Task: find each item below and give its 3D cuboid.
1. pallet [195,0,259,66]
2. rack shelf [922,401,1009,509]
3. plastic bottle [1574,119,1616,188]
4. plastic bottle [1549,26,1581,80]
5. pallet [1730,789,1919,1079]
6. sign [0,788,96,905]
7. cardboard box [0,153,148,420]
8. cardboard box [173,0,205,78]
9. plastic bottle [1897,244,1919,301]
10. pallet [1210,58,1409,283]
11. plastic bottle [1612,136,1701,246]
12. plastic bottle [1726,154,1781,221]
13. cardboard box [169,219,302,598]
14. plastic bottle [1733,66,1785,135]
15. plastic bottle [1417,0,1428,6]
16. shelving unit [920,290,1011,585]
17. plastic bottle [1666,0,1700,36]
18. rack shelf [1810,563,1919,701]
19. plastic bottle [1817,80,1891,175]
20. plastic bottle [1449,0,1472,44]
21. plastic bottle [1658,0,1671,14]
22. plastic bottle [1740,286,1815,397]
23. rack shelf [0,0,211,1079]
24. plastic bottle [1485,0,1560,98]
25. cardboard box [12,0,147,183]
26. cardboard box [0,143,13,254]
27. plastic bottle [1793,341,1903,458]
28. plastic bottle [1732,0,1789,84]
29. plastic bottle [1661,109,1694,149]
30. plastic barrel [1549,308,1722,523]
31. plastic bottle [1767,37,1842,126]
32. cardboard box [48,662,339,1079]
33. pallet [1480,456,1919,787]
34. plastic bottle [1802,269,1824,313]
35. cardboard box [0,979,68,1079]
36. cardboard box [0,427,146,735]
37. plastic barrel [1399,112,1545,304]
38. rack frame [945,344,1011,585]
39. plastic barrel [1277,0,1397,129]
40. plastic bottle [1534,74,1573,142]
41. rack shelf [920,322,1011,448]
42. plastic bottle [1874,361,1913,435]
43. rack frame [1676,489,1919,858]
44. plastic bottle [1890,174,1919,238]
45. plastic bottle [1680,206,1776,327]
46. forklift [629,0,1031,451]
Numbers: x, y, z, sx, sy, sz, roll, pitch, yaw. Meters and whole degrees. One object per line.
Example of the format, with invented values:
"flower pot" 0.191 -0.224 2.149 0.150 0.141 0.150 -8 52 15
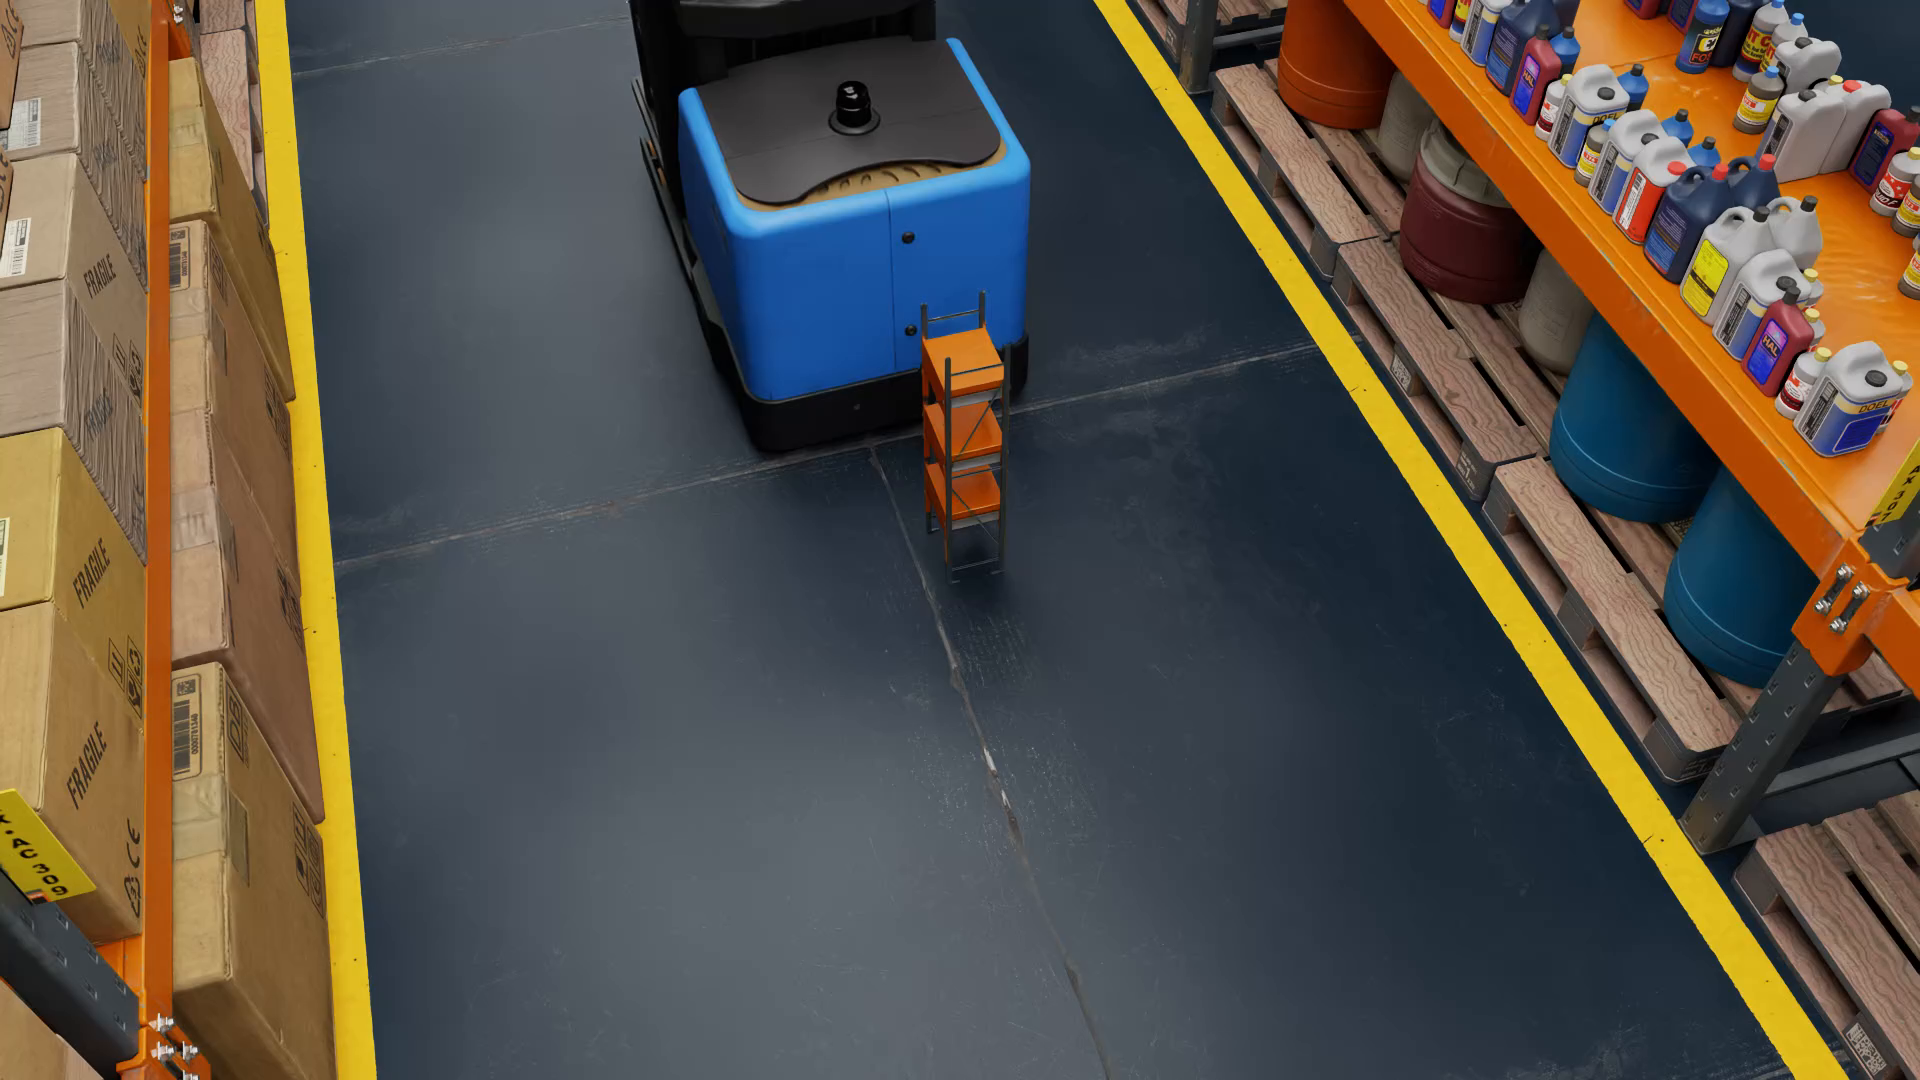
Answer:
"pallet" -3.840 -2.543 7.755 1.003 0.211 1.213 -13 51 -11
"rack shelf" 0.016 -0.292 5.324 0.215 0.259 0.240 -13 51 -11
"plastic bottle" 1.879 -1.142 4.881 0.097 0.201 0.097 0 50 0
"plastic bottle" 1.829 -1.445 5.091 0.097 0.271 0.097 0 50 0
"pallet" 2.916 1.248 4.560 1.003 0.211 1.213 -13 51 -11
"sign" -1.540 0.509 2.741 0.100 0.325 0.005 -13 51 -11
"cardboard box" -2.422 -0.593 4.223 0.500 0.500 0.500 -12 51 -10
"cardboard box" -3.646 -2.204 6.993 0.700 0.500 0.500 -17 52 -14
"plastic bottle" 2.667 -0.765 4.563 0.097 0.201 0.097 0 50 0
"pallet" 1.752 -1.636 6.991 1.003 0.211 1.213 -13 51 -11
"plastic bottle" 1.979 -0.989 4.703 0.152 0.276 0.135 -13 51 -11
"plastic bottle" 2.160 -0.928 4.603 0.144 0.351 0.185 -13 51 -11
"cardboard box" -2.812 -0.270 5.131 1.225 0.875 0.875 -13 51 -11
"plastic bottle" 2.433 -1.343 5.051 0.097 0.201 0.097 0 50 0
"plastic bottle" 1.579 -1.904 5.478 0.097 0.271 0.097 0 50 0
"shelving unit" 0.016 -0.299 5.316 0.215 1.050 0.252 -13 51 -11
"plastic bottle" 2.380 -1.783 5.368 0.061 0.283 0.133 -13 51 -11
"rack shelf" 3.253 1.513 2.983 1.077 0.370 4.000 -13 51 -11
"plastic bottle" 2.615 -1.240 4.914 0.152 0.276 0.135 -13 51 -11
"plastic bottle" 1.648 -1.736 5.336 0.097 0.271 0.097 0 50 0
"plastic bottle" 2.351 -1.925 5.444 0.144 0.351 0.185 -13 51 -11
"plastic bottle" 2.124 -0.515 4.299 0.061 0.283 0.133 -13 51 -11
"rack shelf" -2.661 -0.288 4.502 1.077 0.370 4.000 -13 51 -11
"plastic bottle" 1.751 -1.565 5.140 0.144 0.351 0.185 -13 51 -11
"cardboard box" -2.728 -1.343 4.855 0.500 0.500 0.500 -14 51 -11
"cardboard box" -2.657 -0.834 3.770 0.797 0.503 0.637 -12 51 -10
"plastic bottle" 2.236 -0.354 4.168 0.152 0.276 0.135 -13 51 -11
"plastic bottle" 2.509 -1.570 5.196 0.097 0.271 0.097 0 50 0
"plastic bottle" 2.053 -1.128 4.823 0.097 0.271 0.097 0 50 0
"plastic barrel" 2.308 -0.557 5.355 0.600 0.901 0.708 -13 51 -11
"plastic bottle" 2.546 -1.409 5.057 0.152 0.276 0.135 -13 51 -11
"cardboard box" -2.278 1.027 4.037 1.225 0.875 0.875 -13 51 -11
"pallet" 2.473 0.146 5.488 1.003 0.211 1.213 -13 51 -11
"plastic bottle" 2.242 -0.639 4.456 0.097 0.201 0.097 0 50 0
"cardboard box" -1.678 0.927 2.420 0.500 0.500 0.500 -12 51 -10
"cardboard box" -2.117 0.149 3.597 0.500 0.500 0.500 -13 51 -11
"plastic barrel" 1.974 -1.281 6.170 0.600 0.588 0.708 -13 51 -11
"rack frame" 0.052 -0.210 5.241 0.200 1.050 0.008 -13 51 -11
"plastic barrel" 1.640 -2.183 6.773 0.600 0.830 0.708 -13 51 -11
"plastic bottle" 1.810 -1.311 5.024 0.097 0.201 0.097 0 50 0
"rack shelf" 0.016 -0.475 5.107 0.215 0.259 0.240 -13 51 -11
"plastic bottle" 2.350 -0.372 4.232 0.097 0.201 0.097 0 50 0
"rack frame" 2.662 -0.179 3.939 1.000 3.000 0.127 -13 51 -11
"plastic bottle" 2.743 -0.969 4.735 0.097 0.201 0.097 0 50 0
"plastic bottle" 2.077 -0.761 4.462 0.144 0.351 0.185 -13 51 -11
"forklift" -0.703 -2.419 5.872 1.130 2.935 3.031 -14 51 -12
